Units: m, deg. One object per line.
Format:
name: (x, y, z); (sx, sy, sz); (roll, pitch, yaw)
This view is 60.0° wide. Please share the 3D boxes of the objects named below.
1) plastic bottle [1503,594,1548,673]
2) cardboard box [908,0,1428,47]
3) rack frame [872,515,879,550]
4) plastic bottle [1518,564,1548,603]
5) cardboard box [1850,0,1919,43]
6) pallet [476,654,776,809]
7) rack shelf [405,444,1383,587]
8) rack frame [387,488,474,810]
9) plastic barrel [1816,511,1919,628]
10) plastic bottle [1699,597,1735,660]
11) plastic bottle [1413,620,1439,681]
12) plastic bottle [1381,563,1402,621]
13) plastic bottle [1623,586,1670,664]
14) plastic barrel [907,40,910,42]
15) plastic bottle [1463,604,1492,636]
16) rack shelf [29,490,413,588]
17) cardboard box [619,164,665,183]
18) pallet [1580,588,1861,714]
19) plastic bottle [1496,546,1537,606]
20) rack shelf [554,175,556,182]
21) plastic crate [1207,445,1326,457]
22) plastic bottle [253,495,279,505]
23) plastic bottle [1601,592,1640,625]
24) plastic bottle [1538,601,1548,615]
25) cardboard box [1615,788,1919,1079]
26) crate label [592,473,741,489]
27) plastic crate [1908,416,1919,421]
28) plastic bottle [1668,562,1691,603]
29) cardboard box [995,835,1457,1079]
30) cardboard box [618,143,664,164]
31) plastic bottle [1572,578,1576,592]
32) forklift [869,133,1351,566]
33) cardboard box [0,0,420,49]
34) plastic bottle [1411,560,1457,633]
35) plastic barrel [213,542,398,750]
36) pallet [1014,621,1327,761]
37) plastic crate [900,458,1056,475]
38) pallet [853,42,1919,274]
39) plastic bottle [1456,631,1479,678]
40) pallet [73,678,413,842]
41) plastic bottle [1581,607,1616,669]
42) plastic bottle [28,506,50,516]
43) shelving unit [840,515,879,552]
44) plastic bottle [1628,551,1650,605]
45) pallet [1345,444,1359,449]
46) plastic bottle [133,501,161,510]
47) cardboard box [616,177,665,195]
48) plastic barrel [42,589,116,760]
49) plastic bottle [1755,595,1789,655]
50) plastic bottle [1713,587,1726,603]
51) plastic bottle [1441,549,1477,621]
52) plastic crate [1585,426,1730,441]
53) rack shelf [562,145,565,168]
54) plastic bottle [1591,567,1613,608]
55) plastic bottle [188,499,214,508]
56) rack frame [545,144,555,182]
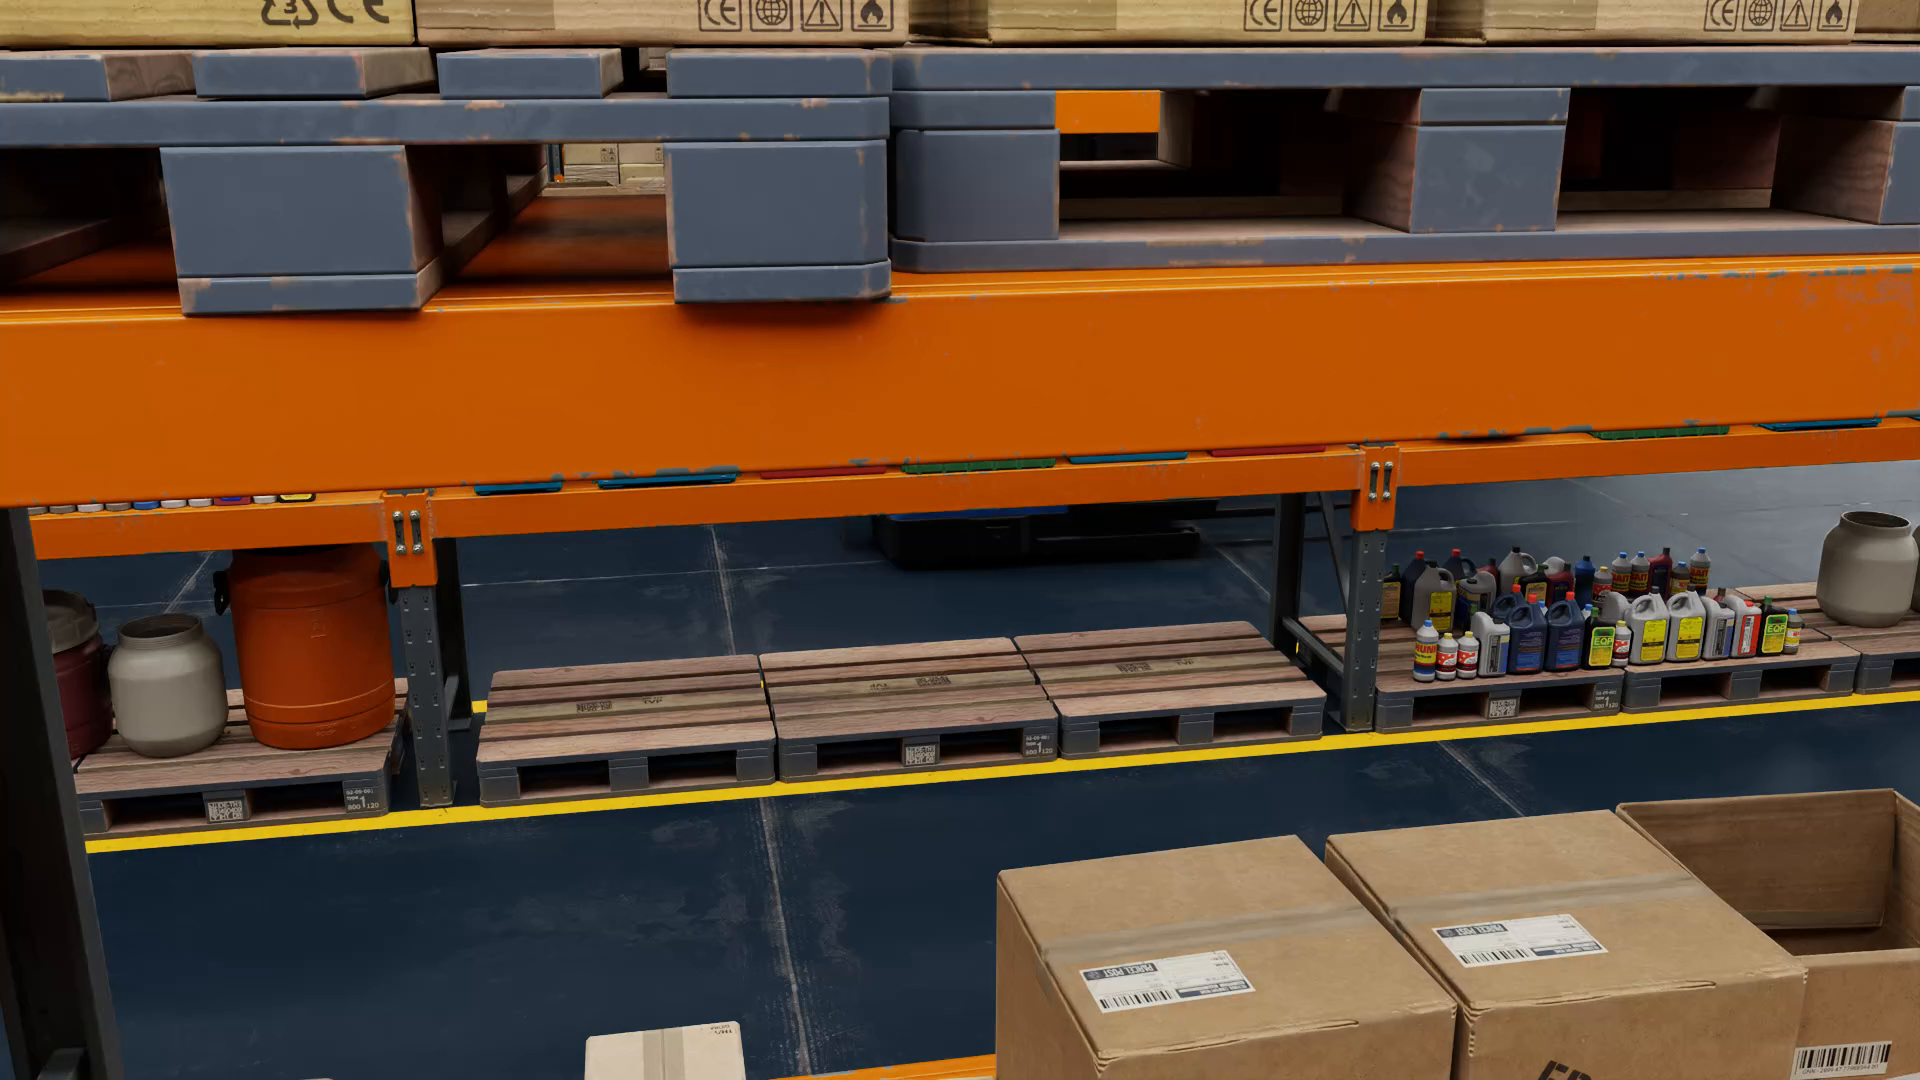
plastic bottle: (2.576, 0.421, 7.595); (0.185, 0.351, 0.144); (-3, 17, -9)
cardboard box: (0.223, -0.726, 1.998); (0.500, 0.250, 0.500); (-4, 17, -12)
rack frame: (-0.519, -0.403, 10.092); (0.006, 0.900, 0.240); (-3, 17, -9)
plastic bottle: (2.833, 0.259, 8.237); (0.133, 0.283, 0.061); (-3, 17, -10)
cardboard box: (1.495, -0.781, 2.179); (0.500, 0.250, 0.500); (-5, 18, -16)
pallet: (-1.454, 0.814, 7.301); (1.213, 0.211, 1.003); (-3, 17, -10)
rack shelf: (-0.259, -0.254, 7.256); (4.000, 0.370, 1.077); (-3, 17, -10)
rack frame: (-2.222, -0.487, 6.788); (0.127, 3.000, 1.000); (-3, 17, -10)
plastic barrel: (4.508, 0.143, 8.260); (0.421, 0.512, 0.421); (0, 17, 0)
plastic bottle: (3.523, 0.402, 7.784); (0.135, 0.276, 0.152); (-4, 17, -12)
plastic bottle: (2.101, 0.493, 7.496); (0.097, 0.271, 0.097); (0, 17, 0)
plastic bottle: (2.115, 0.257, 8.244); (0.133, 0.283, 0.061); (-2, 17, -8)
plastic bottle: (3.179, 0.387, 7.706); (0.185, 0.351, 0.144); (-3, 17, -11)
plastic barrel: (-0.038, -2.219, 6.466); (0.708, 0.901, 0.600); (-3, 17, -10)
plastic bottle: (2.392, 0.431, 7.678); (0.133, 0.283, 0.061); (-3, 17, -10)
rack shelf: (-4.186, -0.032, 6.531); (4.000, 0.370, 1.077); (-3, 17, -10)
cardboard box: (-3.013, -3.374, 16.018); (0.500, 0.500, 0.500); (-3, 17, -11)
pallet: (3.573, 0.529, 8.230); (1.213, 0.211, 1.003); (-3, 17, -10)
plastic bottle: (2.788, 0.199, 8.318); (0.185, 0.351, 0.144); (-3, 17, -11)
rack shelf: (-7.006, -4.316, 20.481); (4.000, 0.370, 1.077); (-3, 17, -10)
plastic crate: (1.288, -0.625, 7.129); (0.583, 0.464, 0.402); (-3, 17, -10)
plastic bottle: (-2.655, -0.245, 6.340); (0.097, 0.201, 0.097); (0, 17, 0)
plastic bottle: (3.126, 0.381, 7.851); (0.135, 0.276, 0.152); (-3, 17, -10)
plastic bottle: (2.696, 0.416, 7.746); (0.097, 0.271, 0.097); (0, 17, 0)
cardboard box: (1.367, 0.738, 2.629); (0.500, 0.500, 0.500); (-2, 17, -6)
crate label: (-1.196, -0.481, 6.709); (0.616, 0.435, 0.502); (-3, 17, -10)
plastic crate: (4.559, -0.713, 7.777); (0.408, 0.251, 0.499); (-3, 17, -10)
plastic bottle: (3.691, 0.212, 8.530); (0.097, 0.201, 0.097); (0, 17, 0)
cardboard box: (0.358, 0.795, 2.443); (0.500, 0.500, 0.500); (-4, 18, -13)
cardboard box: (-3.065, -3.927, 16.114); (0.500, 0.500, 0.700); (-3, 17, -11)
plastic bottle: (3.059, 0.248, 8.413); (0.097, 0.201, 0.097); (0, 17, 0)
forklift: (0.988, -1.437, 9.997); (3.031, 2.935, 1.130); (-3, 17, -9)
cardboard box: (-0.852, -0.663, 1.793); (0.500, 0.250, 0.500); (-5, 18, -15)
plastic bottle: (2.310, 0.269, 8.090); (0.185, 0.351, 0.144); (-3, 17, -10)
plastic barrel: (-2.700, 0.382, 6.940); (0.708, 0.830, 0.600); (-3, 17, -10)
pallet: (0.941, 0.678, 7.744); (1.213, 0.211, 1.003); (-3, 17, -10)
plastic crate: (0.049, -0.430, 6.964); (0.662, 0.188, 0.450); (-3, 17, -10)
pallet: (0.460, -0.529, 2.138); (1.213, 0.211, 1.003); (-2, 17, -8)
plastic bottle: (2.301, 0.515, 7.543); (0.097, 0.201, 0.097); (0, 17, 0)
pallet: (-2.989, 0.902, 7.015); (1.213, 0.211, 1.003); (-3, 17, -10)
plastic bottle: (2.932, 0.446, 7.630); (0.133, 0.283, 0.061); (-2, 17, -8)
plastic bottle: (-3.455, -0.200, 6.192); (0.097, 0.201, 0.097); (0, 17, 0)
shelving unit: (-0.620, -0.398, 10.076); (0.210, 0.900, 0.258); (-3, 17, -9)
plastic bottle: (3.457, 0.192, 8.476); (0.097, 0.271, 0.097); (0, 17, 0)
pallet: (2.618, -0.921, 12.951); (1.213, 0.211, 1.003); (-3, 17, -10)
plastic bottle: (-3.073, -0.255, 6.252); (0.097, 0.271, 0.097); (0, 17, 0)
cardboard box: (-2.110, -2.265, 11.691); (0.500, 0.500, 0.700); (-1, 17, -2)
plastic barrel: (-3.808, 0.560, 6.771); (0.708, 0.588, 0.600); (-3, 17, -10)
plastic bottle: (3.801, 0.396, 7.790); (0.133, 0.283, 0.061); (-3, 17, -9)
plastic bottle: (3.639, 0.360, 7.908); (0.133, 0.283, 0.061); (-3, 17, -10)
plastic bottle: (2.471, 0.217, 8.260); (0.185, 0.351, 0.144); (-4, 18, -13)
plastic crate: (3.091, -0.603, 7.526); (0.662, 0.188, 0.450); (-3, 17, -10)
rack shelf: (-7.951, -5.747, 25.139); (4.000, 0.370, 1.077); (-3, 17, -10)
plastic bottle: (3.261, 0.236, 8.450); (0.097, 0.201, 0.097); (0, 17, 0)
plastic bottle: (-2.882, -0.232, 6.298); (0.097, 0.201, 0.097); (0, 17, 0)
rack frame: (-4.004, -3.350, 16.110); (0.127, 3.000, 1.000); (-3, 17, -10)
